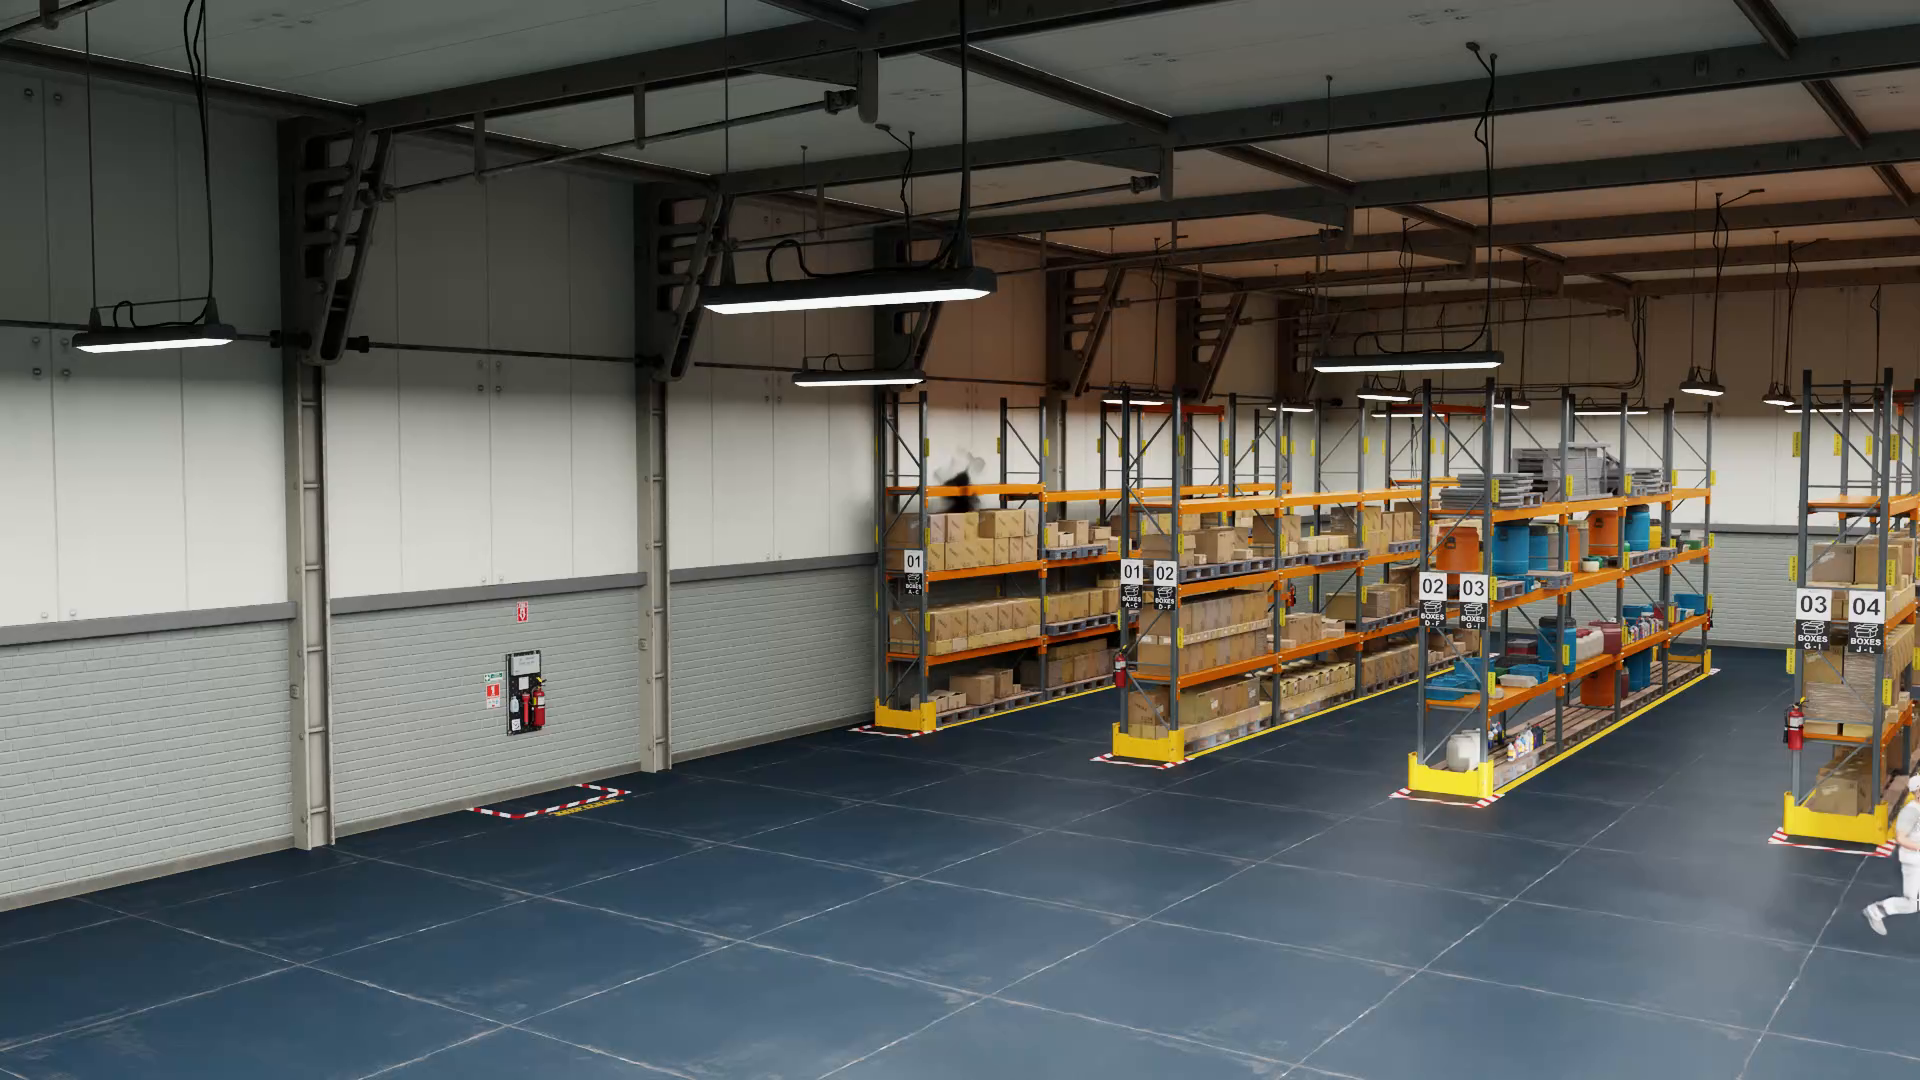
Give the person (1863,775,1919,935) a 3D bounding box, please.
[{"bbox_3d":[9.443,3.200,16.415,0.657,1.778,0.953,-2,4,-33],"label":"person"}]
